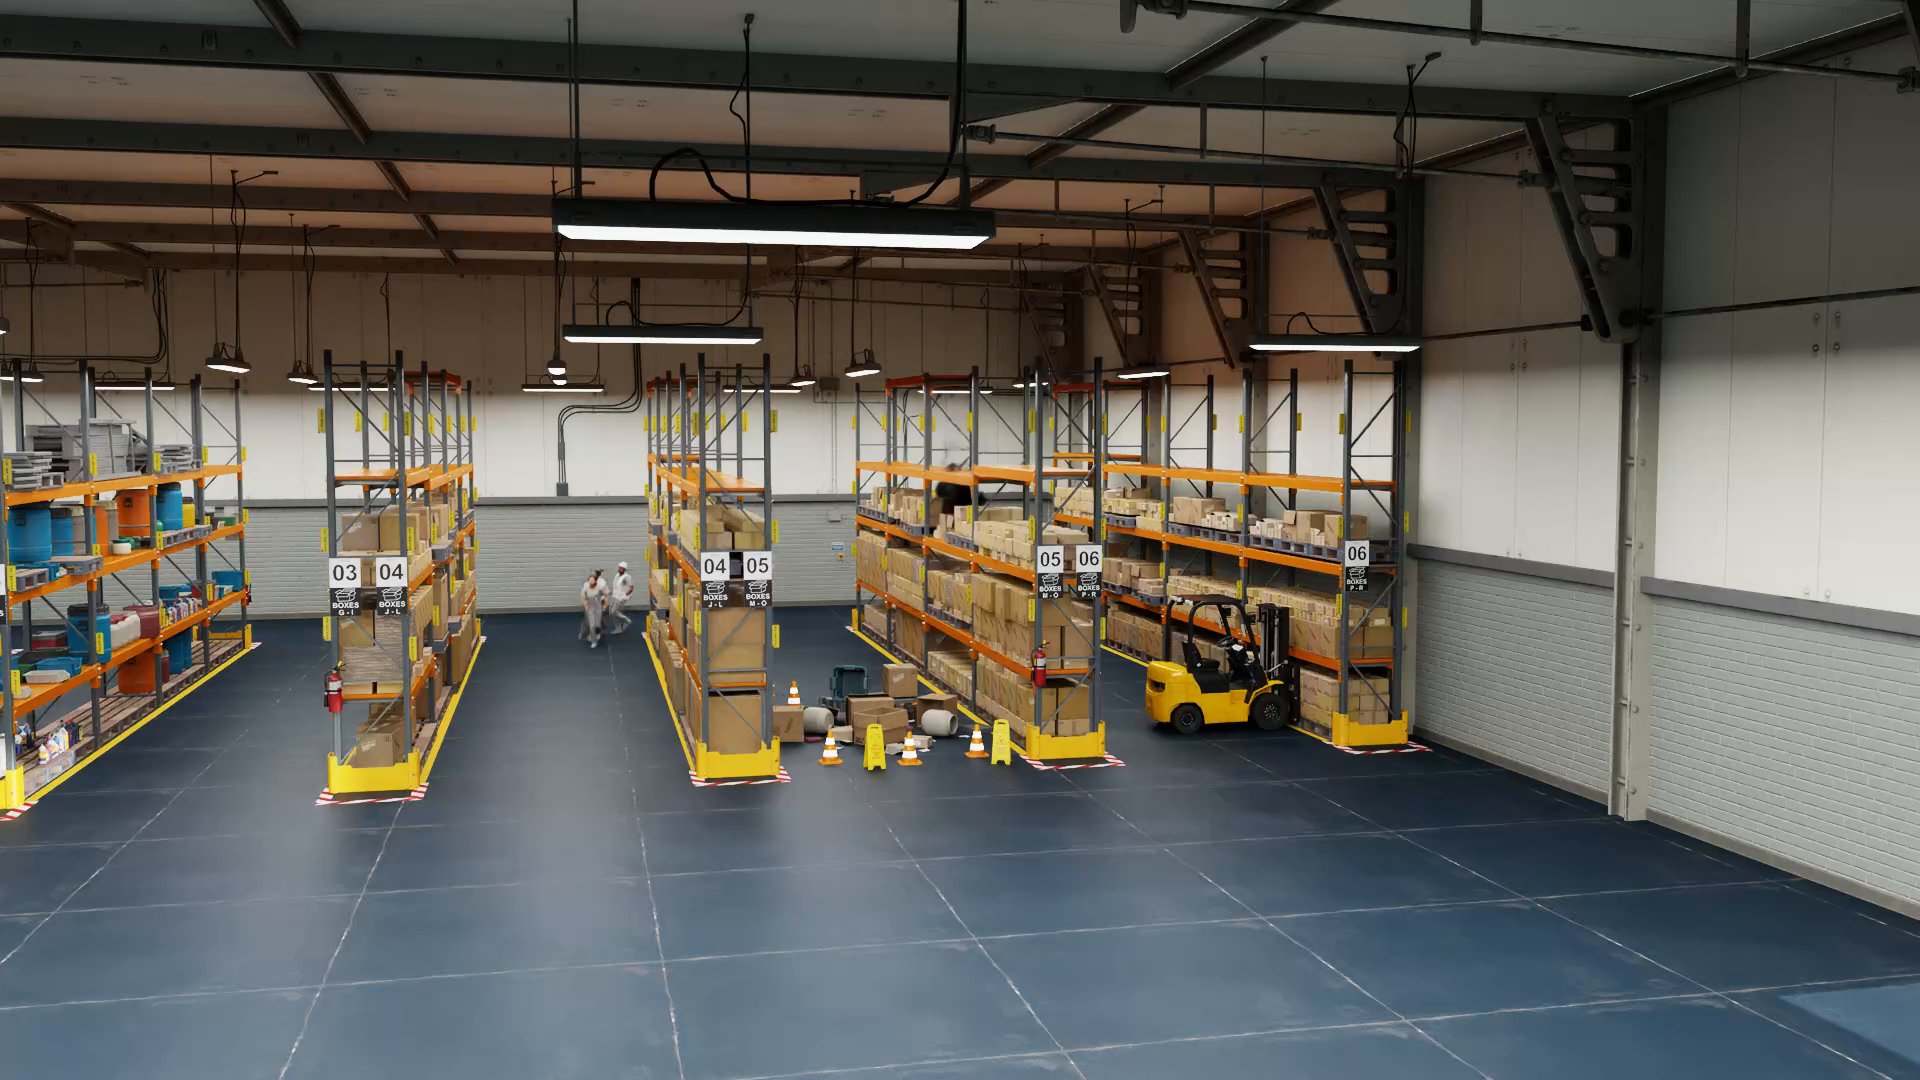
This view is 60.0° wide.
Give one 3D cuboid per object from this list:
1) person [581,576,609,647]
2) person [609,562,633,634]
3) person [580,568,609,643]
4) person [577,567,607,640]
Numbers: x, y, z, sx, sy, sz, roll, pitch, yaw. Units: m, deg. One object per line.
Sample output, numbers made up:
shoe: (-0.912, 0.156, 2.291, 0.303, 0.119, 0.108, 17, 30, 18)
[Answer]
person: (-8.181, 1.606, 37.249, 0.584, 1.626, 0.625, 0, 4, -2)
person: (-8.135, 1.386, 39.608, 0.531, 1.730, 0.757, -4, 5, -42)
person: (-8.442, 1.511, 38.289, 0.612, 1.744, 0.709, 1, 4, 13)
person: (-8.535, 1.467, 38.919, 0.595, 1.676, 0.866, 2, 5, 29)
